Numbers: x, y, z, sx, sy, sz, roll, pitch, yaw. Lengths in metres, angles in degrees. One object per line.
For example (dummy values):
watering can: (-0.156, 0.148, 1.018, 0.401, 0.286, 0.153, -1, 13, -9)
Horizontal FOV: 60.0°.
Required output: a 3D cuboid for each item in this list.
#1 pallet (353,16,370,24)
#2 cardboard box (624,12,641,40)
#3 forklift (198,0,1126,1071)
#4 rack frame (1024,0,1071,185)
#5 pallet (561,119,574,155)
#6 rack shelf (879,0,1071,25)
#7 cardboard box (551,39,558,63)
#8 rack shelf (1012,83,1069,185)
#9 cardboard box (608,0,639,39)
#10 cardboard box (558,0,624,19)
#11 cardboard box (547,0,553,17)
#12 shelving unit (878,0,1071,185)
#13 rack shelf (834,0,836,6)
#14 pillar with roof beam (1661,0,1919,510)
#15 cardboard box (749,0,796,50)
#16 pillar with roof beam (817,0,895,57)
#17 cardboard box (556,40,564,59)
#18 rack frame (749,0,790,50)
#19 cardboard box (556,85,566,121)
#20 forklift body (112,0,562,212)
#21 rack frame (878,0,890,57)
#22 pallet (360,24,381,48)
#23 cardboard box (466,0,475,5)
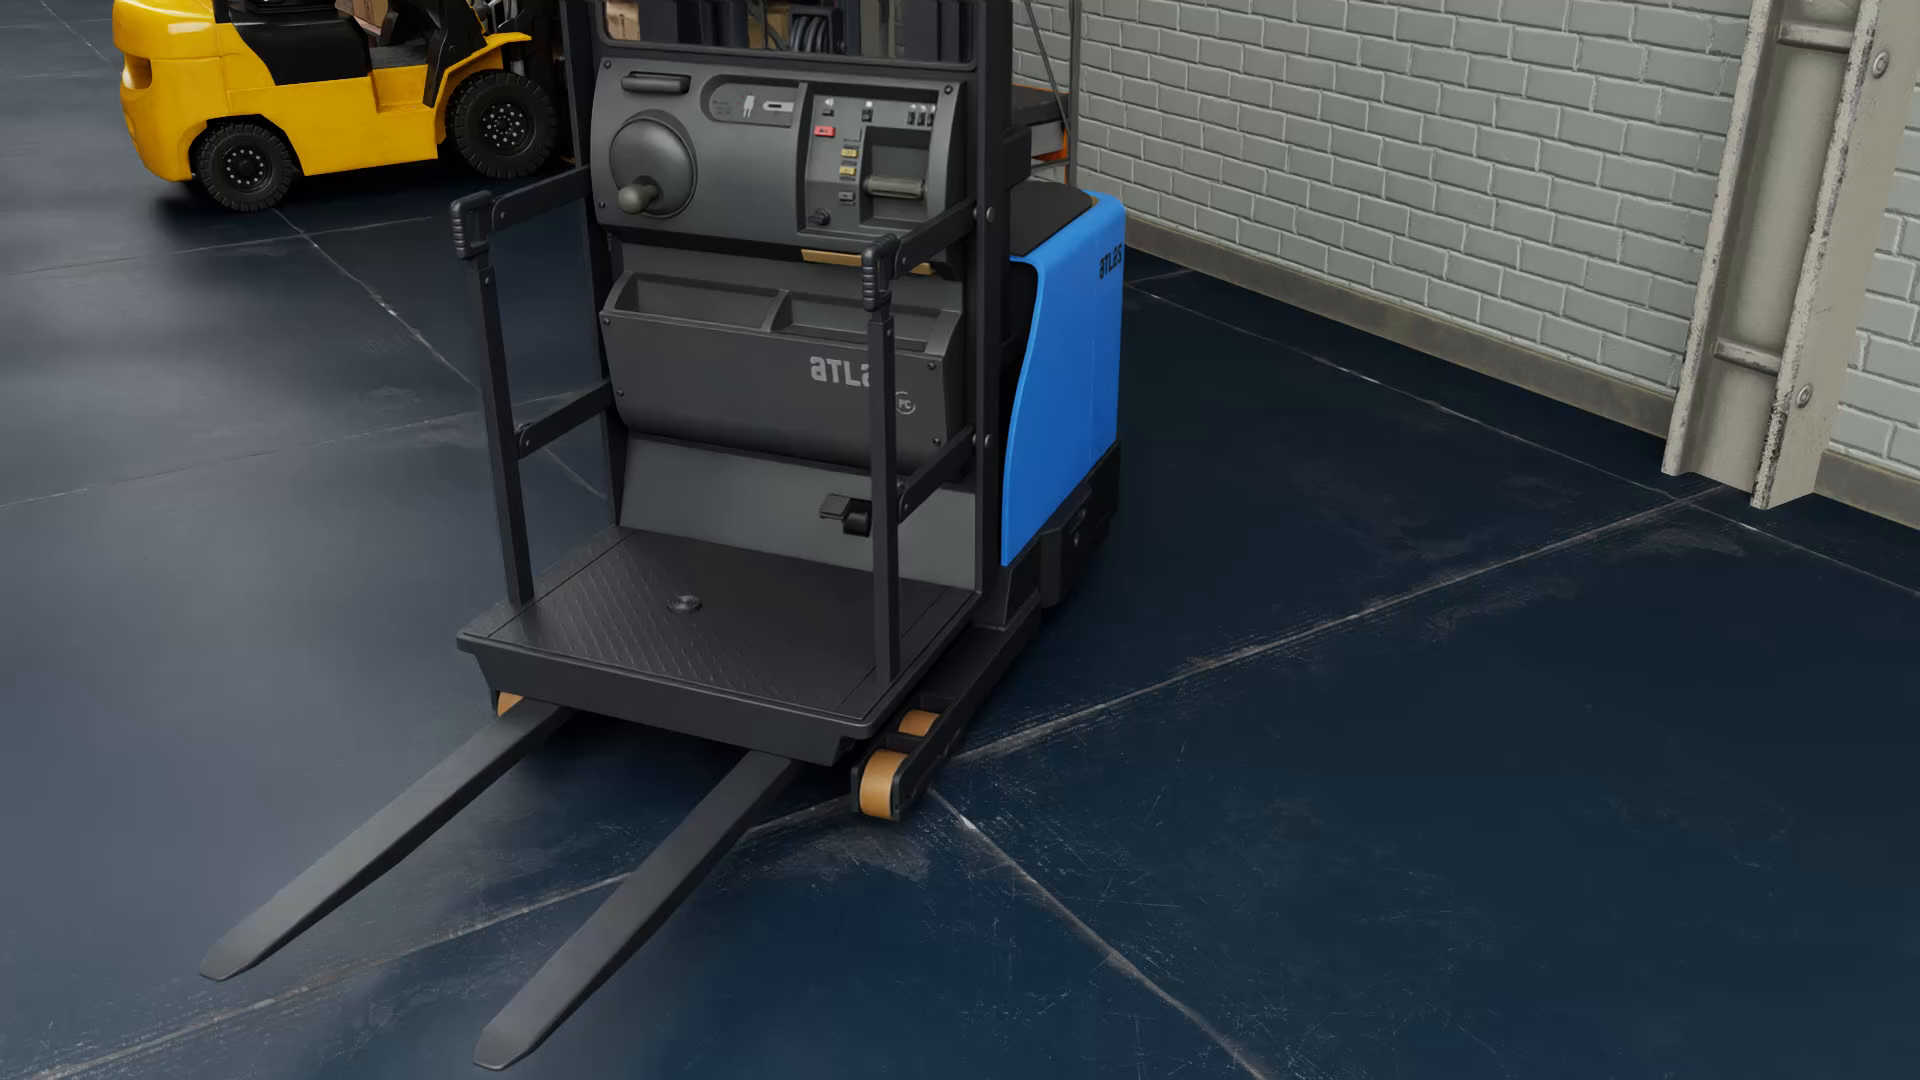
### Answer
pallet: (-4.941, -4.545, 14.630, 1.003, 0.211, 1.213, -16, 29, -30)
cardboard box: (-1.504, -2.739, 9.095, 0.500, 0.250, 0.500, -14, 29, -28)
forklift: (-0.443, -0.958, 3.846, 1.130, 2.935, 3.444, 10, 27, 20)
rack frame: (0.234, -1.172, 5.274, 0.380, 1.831, 0.006, -23, 34, -40)
pallet: (-2.105, -2.687, 10.694, 1.003, 0.211, 1.213, -16, 29, -30)
rack shelf: (0.061, -1.866, 5.136, 0.431, 0.518, 0.480, -23, 34, -40)
cardboard box: (-2.353, -3.063, 10.369, 0.500, 0.250, 0.500, -16, 29, -30)
rack shelf: (0.061, -1.233, 5.435, 0.431, 0.518, 0.480, -23, 34, -40)
cardboard box: (-1.787, -2.920, 9.479, 0.500, 0.250, 0.500, -15, 29, -29)
cardboard box: (-2.071, -3.098, 9.857, 0.500, 0.250, 0.500, -15, 29, -29)
cardboard box: (-2.341, -3.281, 10.244, 0.500, 0.250, 0.500, -16, 30, -31)
shelving unit: (0.059, -1.246, 5.430, 0.431, 2.100, 0.499, -23, 34, -40)
rack shelf: (-2.083, -3.638, 10.285, 1.077, 0.370, 4.000, -16, 29, -30)
pillar with roof beam: (-0.947, -3.271, 1.637, 9.100, 9.000, 0.400, -16, 29, -30)
cardboard box: (-1.095, -2.863, 9.358, 0.500, 0.250, 0.500, -16, 30, -30)
pillar with roof beam: (-4.223, -5.417, 6.183, 9.100, 9.000, 0.400, -16, 29, -30)
cardboard box: (-2.083, -2.883, 9.988, 0.500, 0.250, 0.500, -16, 30, -31)
rack frame: (-0.994, -3.247, 8.615, 0.949, 2.616, 0.053, -16, 29, -30)
cardboard box: (-2.344, -2.831, 10.461, 0.500, 0.250, 0.500, -15, 29, -28)
forklift body: (-3.555, -3.117, 9.334, 2.313, 2.155, 1.214, -16, 29, -30)
rack frame: (-0.111, -1.319, 5.585, 0.400, 2.100, 0.015, -23, 34, -40)
pallet: (-4.280, -4.109, 13.707, 1.003, 0.211, 1.213, -16, 29, -30)
cardboard box: (-3.173, -3.831, 11.410, 0.500, 0.250, 0.500, -16, 30, -30)
